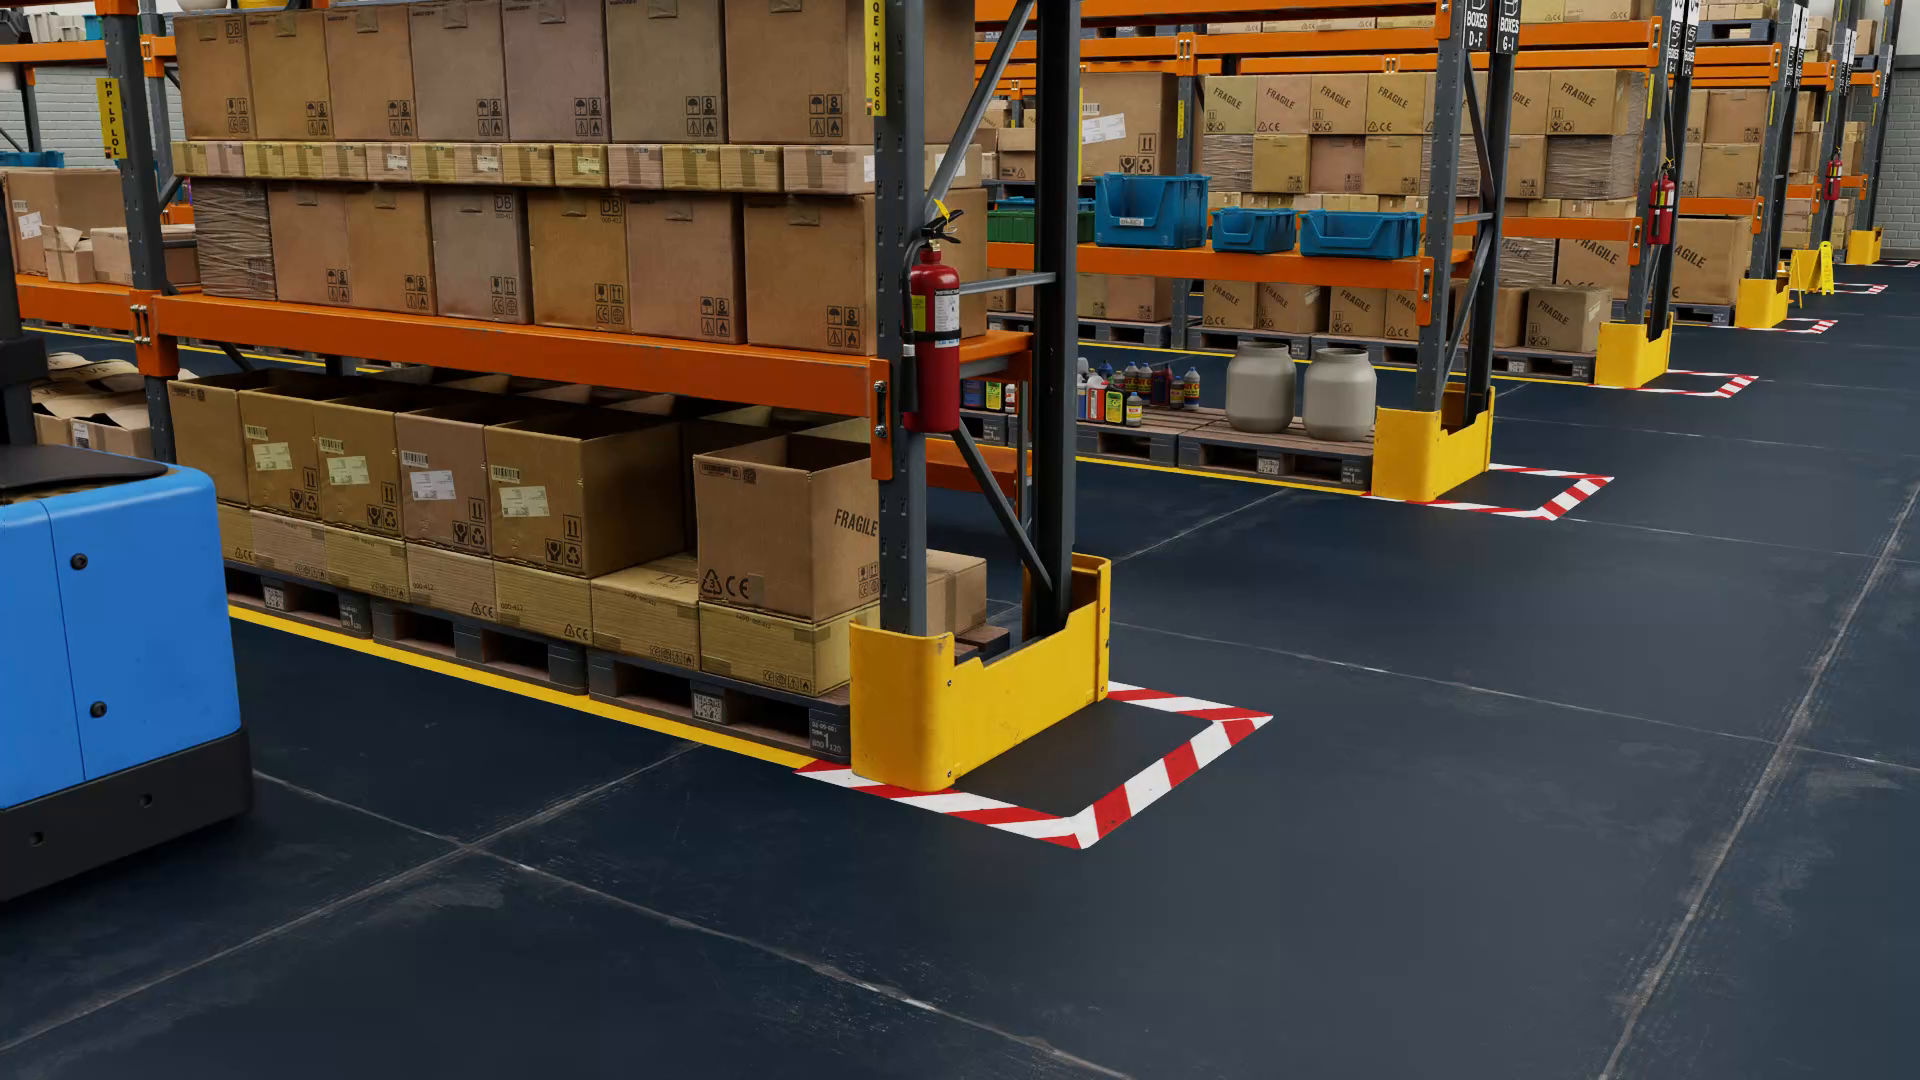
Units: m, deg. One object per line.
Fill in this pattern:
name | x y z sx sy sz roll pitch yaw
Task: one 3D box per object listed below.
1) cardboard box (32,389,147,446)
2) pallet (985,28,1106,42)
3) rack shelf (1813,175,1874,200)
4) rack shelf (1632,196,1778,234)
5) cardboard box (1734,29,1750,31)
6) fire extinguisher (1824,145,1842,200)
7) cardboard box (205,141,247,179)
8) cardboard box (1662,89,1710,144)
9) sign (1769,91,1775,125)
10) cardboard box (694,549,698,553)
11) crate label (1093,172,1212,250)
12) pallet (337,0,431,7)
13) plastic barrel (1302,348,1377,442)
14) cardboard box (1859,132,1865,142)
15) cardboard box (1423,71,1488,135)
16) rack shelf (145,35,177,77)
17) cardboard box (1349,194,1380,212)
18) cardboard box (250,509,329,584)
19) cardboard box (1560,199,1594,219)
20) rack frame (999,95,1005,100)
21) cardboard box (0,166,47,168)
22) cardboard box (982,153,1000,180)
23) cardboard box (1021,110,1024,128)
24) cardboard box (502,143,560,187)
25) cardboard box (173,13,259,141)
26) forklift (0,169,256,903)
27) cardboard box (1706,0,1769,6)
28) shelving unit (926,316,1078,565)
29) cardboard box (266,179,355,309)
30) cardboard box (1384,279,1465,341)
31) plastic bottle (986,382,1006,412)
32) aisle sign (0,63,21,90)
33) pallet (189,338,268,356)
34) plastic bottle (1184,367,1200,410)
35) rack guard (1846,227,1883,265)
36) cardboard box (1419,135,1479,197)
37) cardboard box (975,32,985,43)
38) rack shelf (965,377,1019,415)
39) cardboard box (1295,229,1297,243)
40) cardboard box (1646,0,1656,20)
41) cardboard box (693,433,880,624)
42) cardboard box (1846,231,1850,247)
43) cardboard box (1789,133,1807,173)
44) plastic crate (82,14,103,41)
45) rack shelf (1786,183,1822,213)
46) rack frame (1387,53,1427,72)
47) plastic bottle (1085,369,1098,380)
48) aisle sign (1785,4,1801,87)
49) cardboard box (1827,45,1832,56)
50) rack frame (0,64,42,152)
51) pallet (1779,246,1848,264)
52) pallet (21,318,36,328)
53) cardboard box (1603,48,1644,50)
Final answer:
cardboard box | -4.176 -0.552 7.994 0.500 0.311 0.500 10 17 34
pallet | 0.972 -4.927 16.135 1.003 0.211 1.213 9 17 33
rack shelf | 12.245 -5.669 26.478 4.000 0.370 1.077 9 17 33
rack shelf | 6.799 -3.678 18.436 4.000 0.370 1.077 9 17 33
cardboard box | 10.096 -6.584 21.300 0.250 0.149 0.380 9 17 33
fire extinguisher | 10.975 -4.615 20.884 0.183 0.674 0.296 9 17 33
cardboard box | -2.921 -1.601 6.988 0.250 0.149 0.380 9 17 34
cardboard box | 7.664 -4.469 17.574 0.550 0.550 0.875 9 17 33
sign | 8.144 -4.330 16.669 0.005 0.325 0.100 9 17 33
cardboard box | -0.663 0.139 6.366 0.500 0.250 0.500 9 17 33
crate label | 1.164 -2.006 10.111 0.616 0.435 0.502 9 17 33
pallet | -4.376 -4.355 13.826 1.213 0.211 1.003 9 17 33
plastic barrel | 2.254 -0.865 9.880 0.421 0.512 0.421 0 14 0
cardboard box | 13.768 -6.210 25.611 0.250 0.149 0.380 9 16 31
cardboard box | 4.181 -3.620 13.796 0.500 0.500 0.500 9 17 33
rack shelf | -5.455 -4.244 14.480 4.000 0.370 1.077 9 17 33
cardboard box | 3.550 -2.911 14.362 0.250 0.149 0.380 9 17 33
cardboard box | -2.617 -0.024 7.025 0.500 0.250 0.500 9 17 33
cardboard box | 5.048 -2.692 13.480 0.250 0.149 0.380 9 17 33
rack frame | 0.628 -7.896 33.976 0.127 3.000 1.000 9 17 33
cardboard box | -5.162 -1.709 8.775 0.500 0.500 0.500 8 16 30
cardboard box | 0.231 -3.717 16.534 0.500 0.250 0.500 9 16 31
cardboard box | 0.920 -7.015 28.130 0.500 0.500 0.500 9 17 33
cardboard box | -1.424 -1.359 6.013 0.250 0.149 0.380 10 17 34
cardboard box | -2.873 -1.965 7.112 0.500 0.500 0.700 9 17 33
forklift | -3.586 -0.672 4.940 3.031 2.935 1.130 9 16 32
cardboard box | 7.897 -5.549 16.866 0.500 0.250 0.500 9 17 34
shelving unit | -0.006 -0.547 8.192 1.048 1.125 0.538 9 17 33
cardboard box | -2.431 -1.266 6.988 0.500 0.500 0.700 9 17 32
cardboard box | 4.074 -2.022 14.578 0.500 0.500 0.500 11 18 38
plastic bottle | 0.232 -0.981 10.780 0.133 0.283 0.061 10 17 35
aisle sign | -10.330 -5.272 17.967 0.004 0.787 0.394 9 17 33
pallet | -6.498 -1.940 15.721 1.213 0.211 1.003 9 17 33
plastic bottle | 1.512 -0.991 10.845 0.097 0.271 0.097 0 14 0
rack guard | 13.924 -4.533 25.595 0.348 0.500 1.175 9 17 33
cardboard box | 4.293 -3.175 14.078 0.500 0.500 0.875 9 17 33
cardboard box | 0.074 -4.990 16.309 0.500 0.250 0.500 10 17 34
rack shelf | -0.006 -0.831 8.121 1.000 0.278 0.538 9 17 33
cardboard box | 3.776 -3.603 20.442 0.750 0.750 1.050 9 17 33
cardboard box | 5.351 -4.283 13.453 0.500 0.250 0.500 10 17 34
cardboard box | -0.536 -0.055 5.589 0.500 0.500 0.500 9 17 33
cardboard box | 13.606 -4.724 26.012 0.500 0.250 0.500 9 17 33
cardboard box | 10.533 -4.970 21.332 0.500 0.500 0.500 9 16 32
plastic crate | -8.049 -4.839 15.733 0.300 0.233 0.416 9 17 33
rack shelf | 9.478 -4.679 22.478 4.000 0.370 1.077 9 17 33
rack frame | 5.140 -4.295 19.433 0.127 3.000 1.000 9 17 33
plastic bottle | 0.892 -1.057 11.258 0.097 0.201 0.097 0 14 0
aisle sign | 8.350 -4.952 16.674 0.004 0.787 0.394 9 17 33
cardboard box | 13.048 -7.387 25.120 0.250 0.149 0.380 9 16 31
rack frame | -10.434 -3.942 18.004 0.127 3.000 1.000 9 17 33
pallet | 13.247 -4.490 26.024 1.213 0.211 1.003 9 17 33
pallet | -9.771 -2.470 17.861 1.213 0.211 1.003 9 17 33
cardboard box | 8.872 -6.573 22.084 0.500 0.250 0.500 9 17 33
